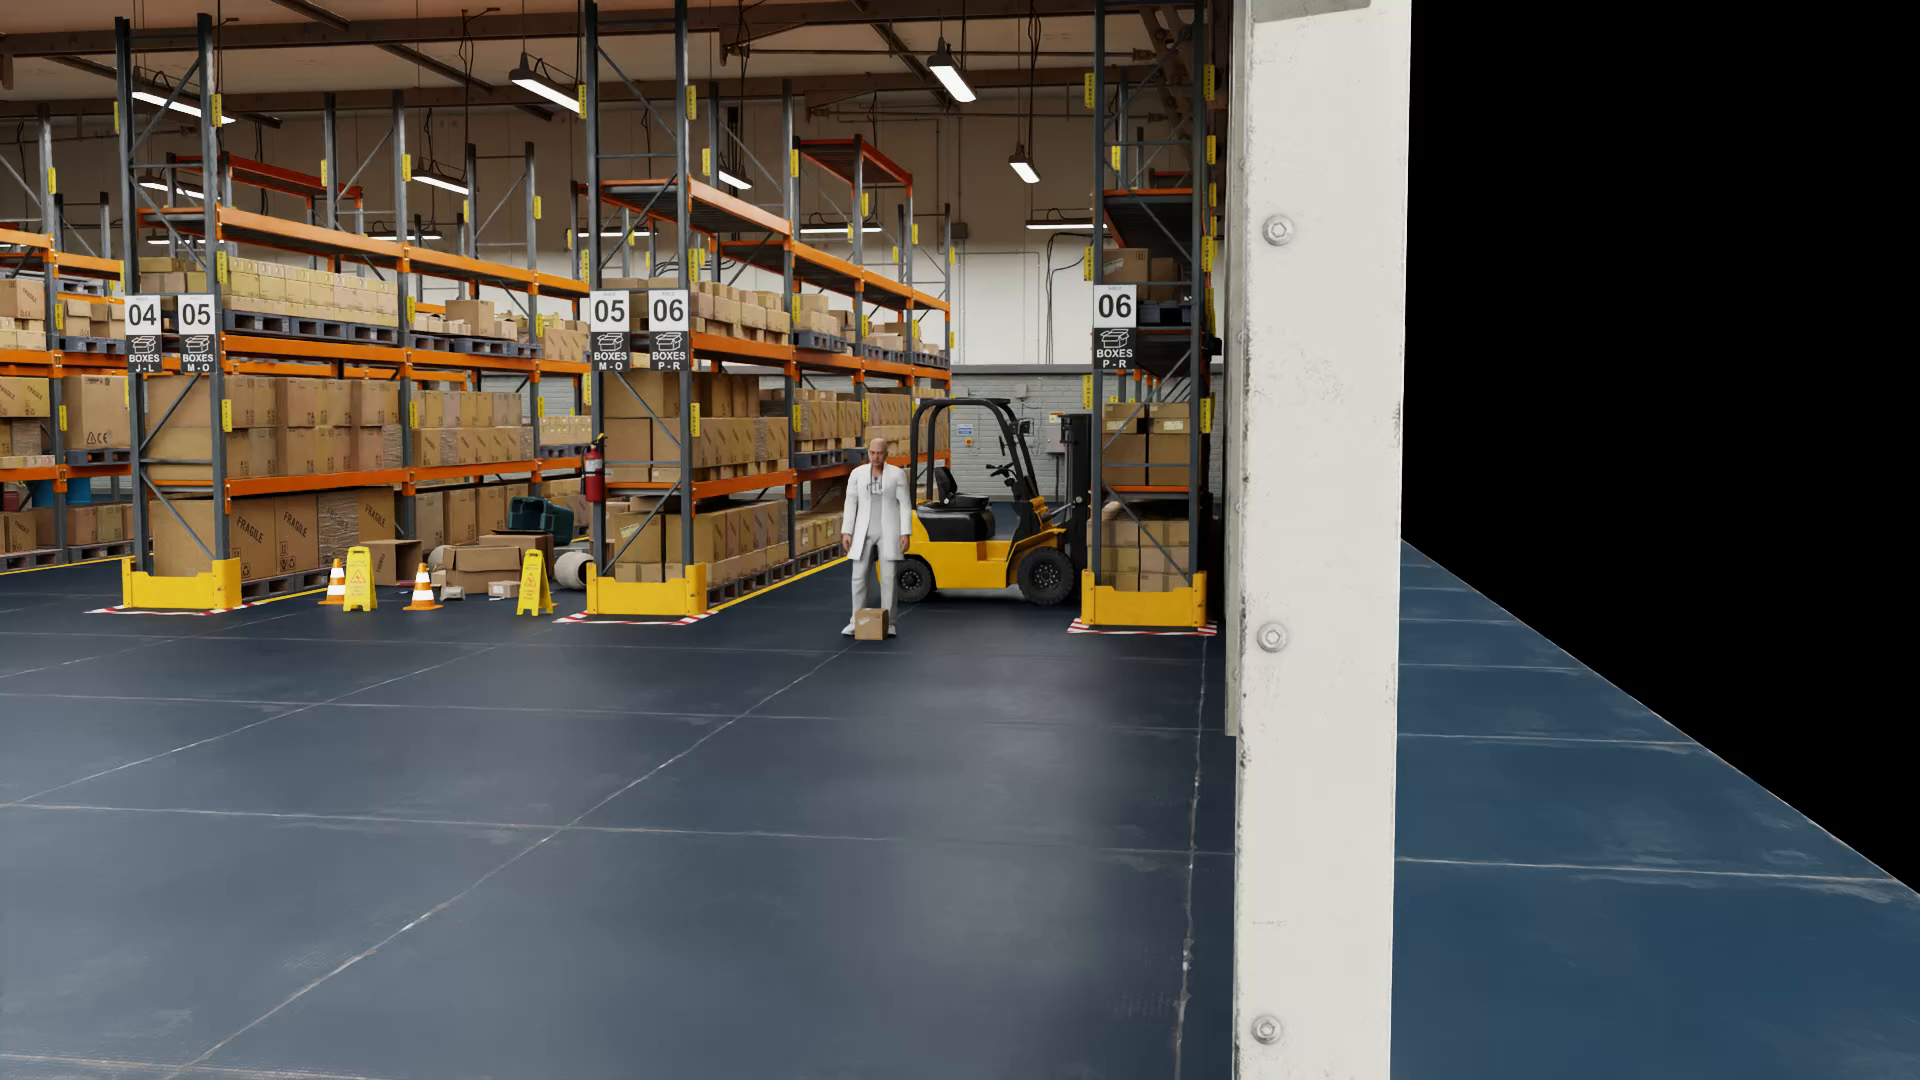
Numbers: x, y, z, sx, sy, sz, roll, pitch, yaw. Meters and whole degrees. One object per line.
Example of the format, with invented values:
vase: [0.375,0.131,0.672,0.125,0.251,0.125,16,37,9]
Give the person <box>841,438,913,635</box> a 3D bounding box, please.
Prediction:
person: [-0.747,0.071,15.001,0.655,1.569,0.416,1,4,7]
